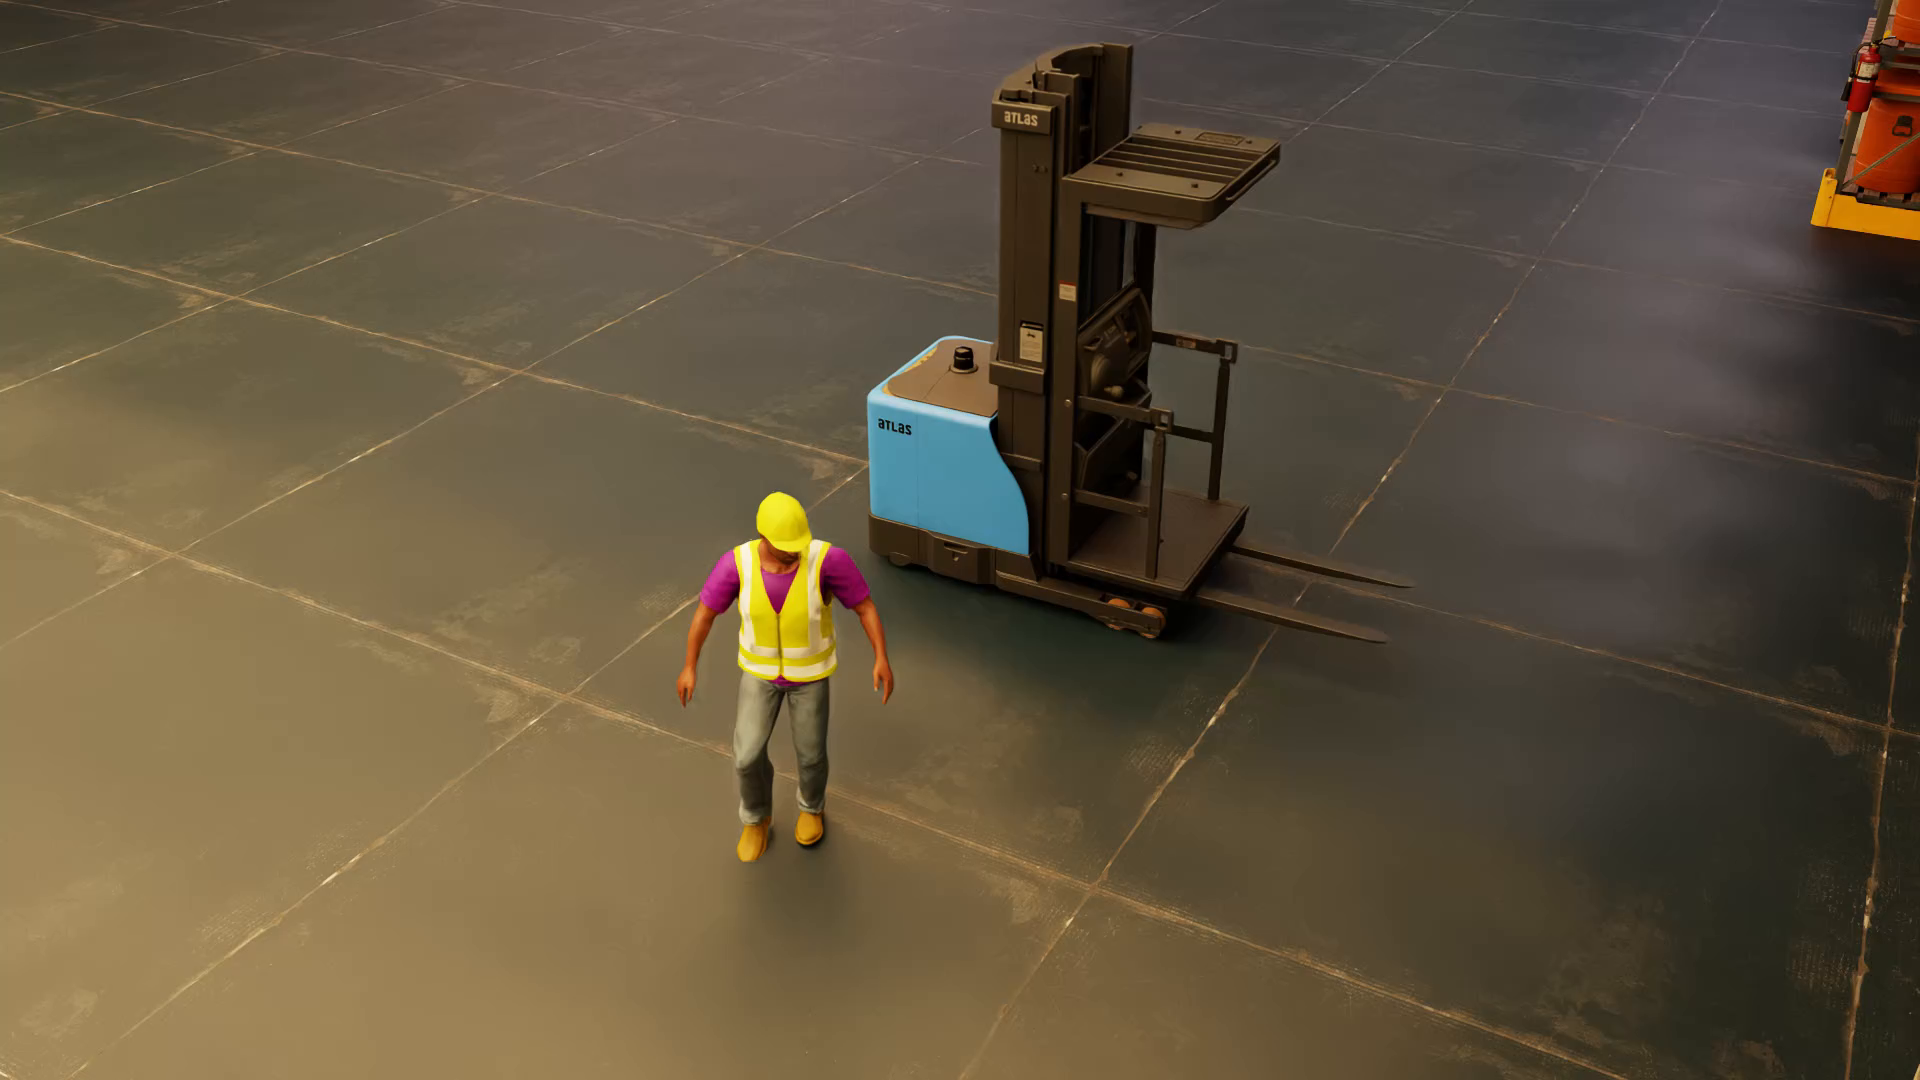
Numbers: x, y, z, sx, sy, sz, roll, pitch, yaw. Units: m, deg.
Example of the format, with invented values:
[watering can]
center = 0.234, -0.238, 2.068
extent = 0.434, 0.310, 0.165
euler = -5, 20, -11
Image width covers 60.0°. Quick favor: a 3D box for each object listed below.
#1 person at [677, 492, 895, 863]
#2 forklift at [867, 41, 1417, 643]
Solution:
[person]
center = -0.748, 0.609, 7.246
extent = 0.966, 1.785, 0.497
euler = 3, 30, 4
[forklift]
center = 1.014, -1.037, 8.868
extent = 3.031, 2.935, 1.130
euler = 14, 33, 23
